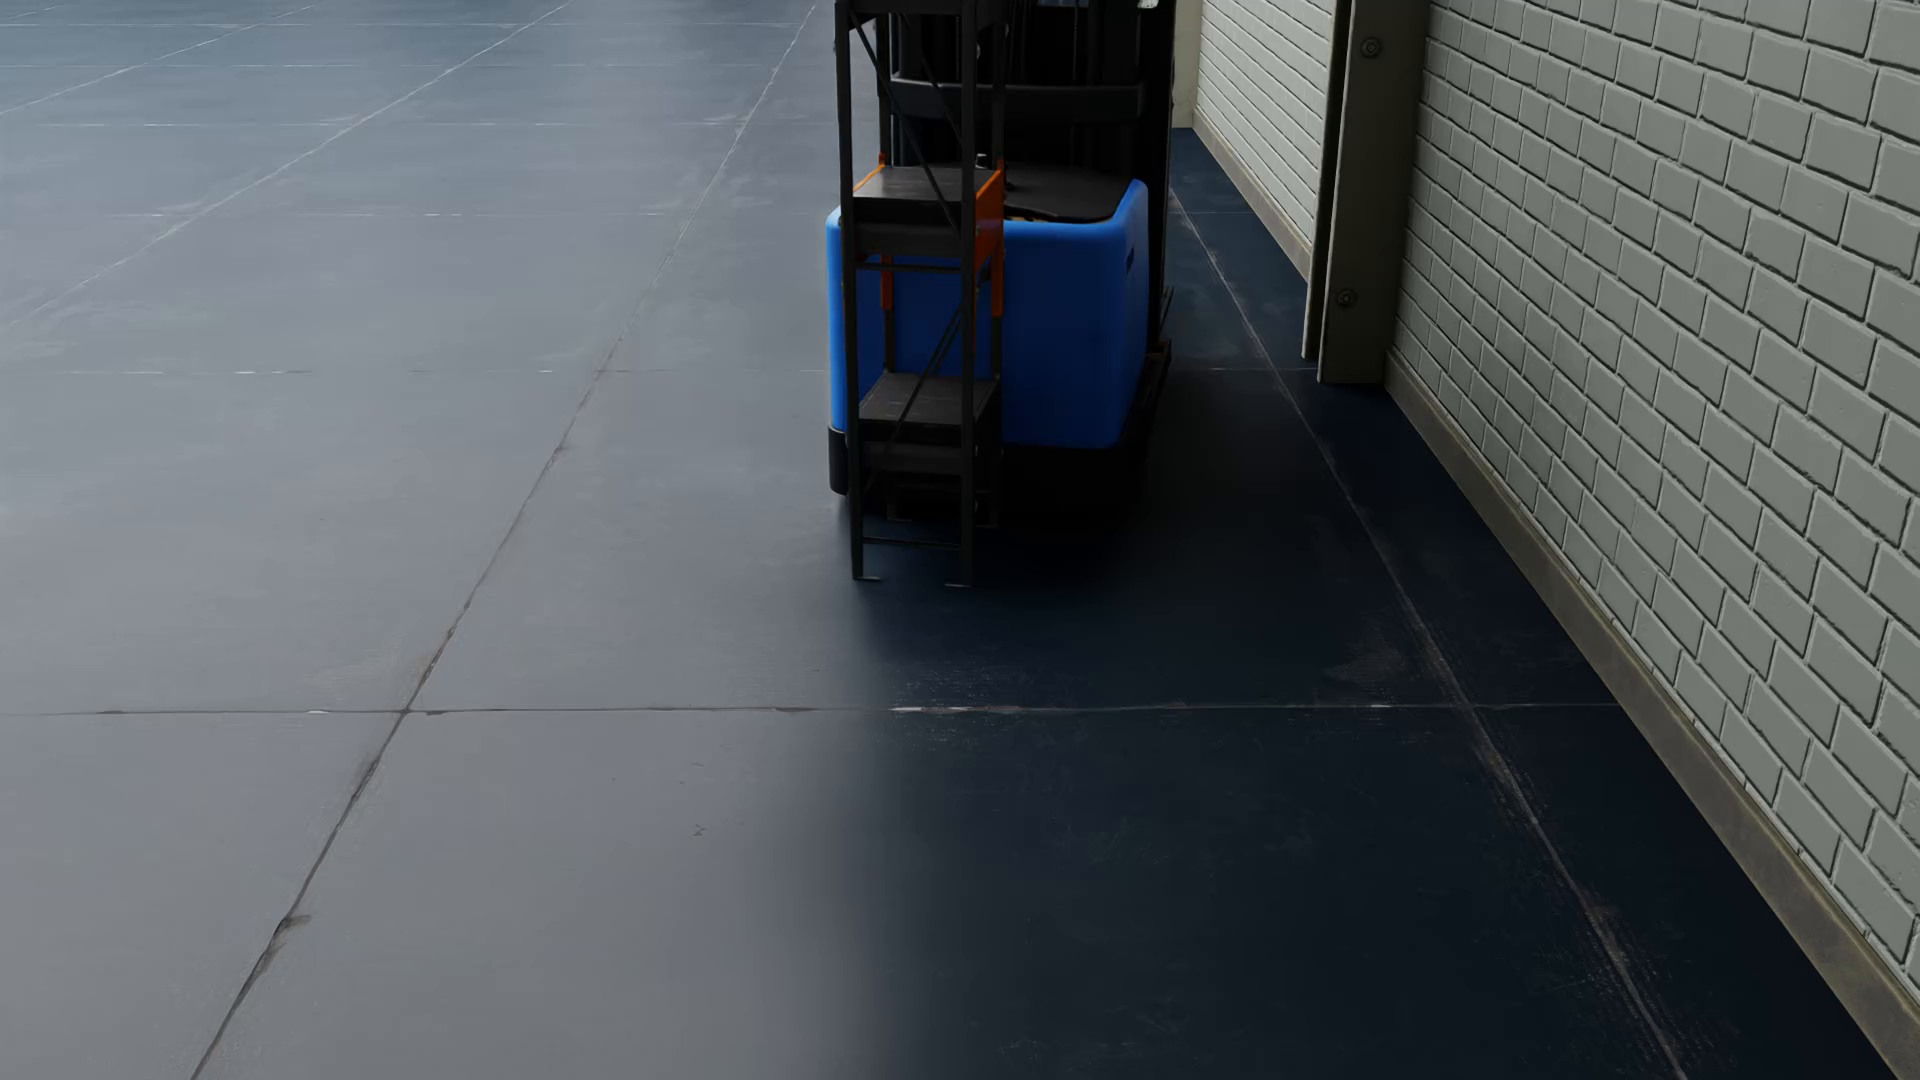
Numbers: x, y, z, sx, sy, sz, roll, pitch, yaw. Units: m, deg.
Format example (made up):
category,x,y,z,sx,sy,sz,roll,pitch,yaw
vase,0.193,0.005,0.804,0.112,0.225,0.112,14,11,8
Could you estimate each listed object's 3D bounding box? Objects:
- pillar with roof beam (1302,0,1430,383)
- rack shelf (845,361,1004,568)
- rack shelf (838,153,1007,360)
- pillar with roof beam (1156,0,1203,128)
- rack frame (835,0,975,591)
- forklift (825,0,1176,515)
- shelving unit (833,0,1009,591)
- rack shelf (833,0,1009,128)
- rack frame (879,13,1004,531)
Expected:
category,x,y,z,sx,sy,sz,roll,pitch,yaw
pillar with roof beam,-2.582,-4.849,5.552,9.100,9.000,0.400,0,24,-1
rack shelf,-0.108,-0.260,5.508,0.431,0.518,0.480,5,25,10
rack shelf,-0.108,-0.897,5.219,0.431,0.518,0.480,5,25,10
pillar with roof beam,-2.648,-7.322,11.019,9.100,9.000,0.400,0,24,-1
rack frame,-0.156,-0.811,4.996,0.400,2.100,0.015,5,25,10
forklift,0.326,-2.001,6.617,1.130,2.935,3.031,5,25,10
shelving unit,-0.108,-0.910,5.214,0.431,2.100,0.503,5,25,10
rack shelf,-0.108,-1.535,4.931,0.431,0.518,0.480,5,25,10
rack frame,-0.059,-1.008,5.432,0.400,2.100,0.015,5,25,10
